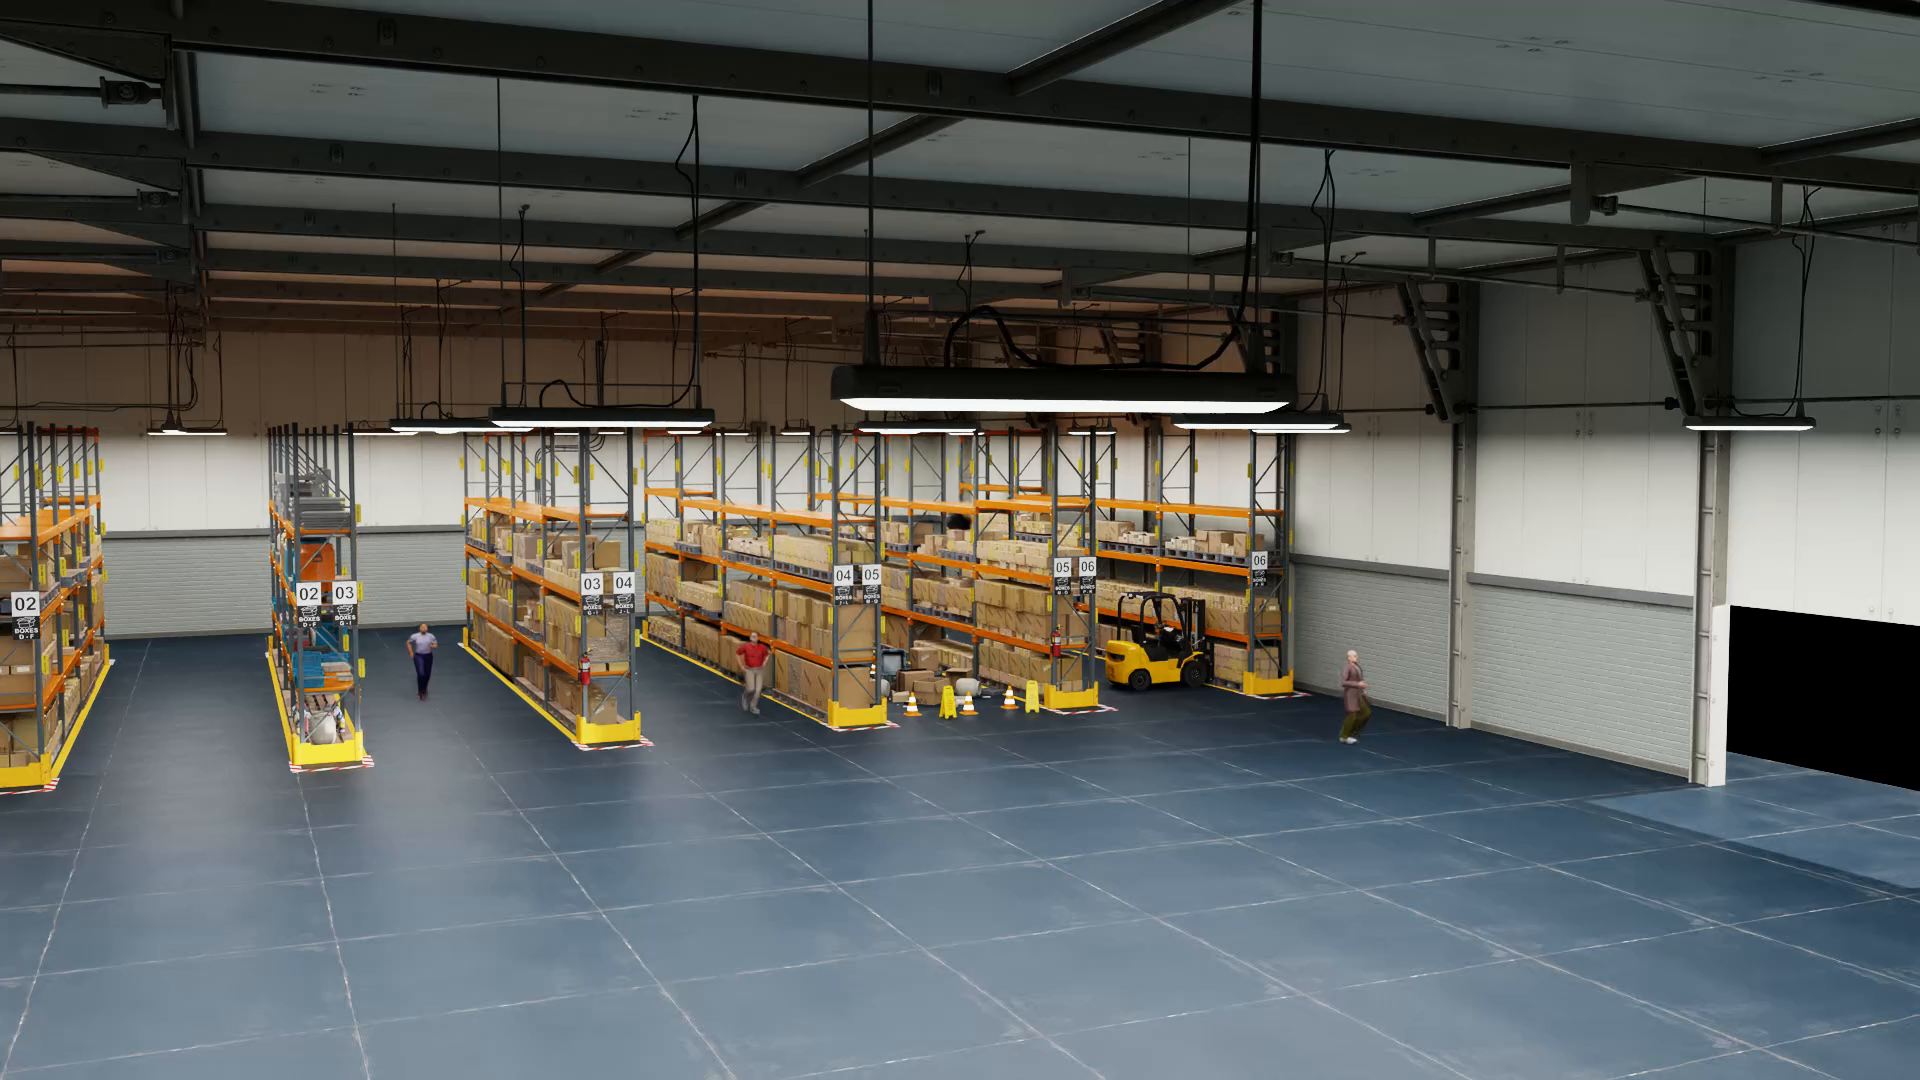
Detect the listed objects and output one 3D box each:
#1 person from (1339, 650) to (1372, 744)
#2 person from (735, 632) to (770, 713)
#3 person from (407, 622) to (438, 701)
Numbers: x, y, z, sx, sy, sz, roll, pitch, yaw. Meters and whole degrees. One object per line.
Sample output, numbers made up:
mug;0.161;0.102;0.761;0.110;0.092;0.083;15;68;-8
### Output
person;7.409;2.950;31.055;0.692;1.769;0.686;-3;5;-42
person;-4.277;2.760;34.585;0.710;1.697;0.563;-2;4;-24
person;-11.830;2.661;36.660;0.582;1.708;0.758;-2;4;-35
